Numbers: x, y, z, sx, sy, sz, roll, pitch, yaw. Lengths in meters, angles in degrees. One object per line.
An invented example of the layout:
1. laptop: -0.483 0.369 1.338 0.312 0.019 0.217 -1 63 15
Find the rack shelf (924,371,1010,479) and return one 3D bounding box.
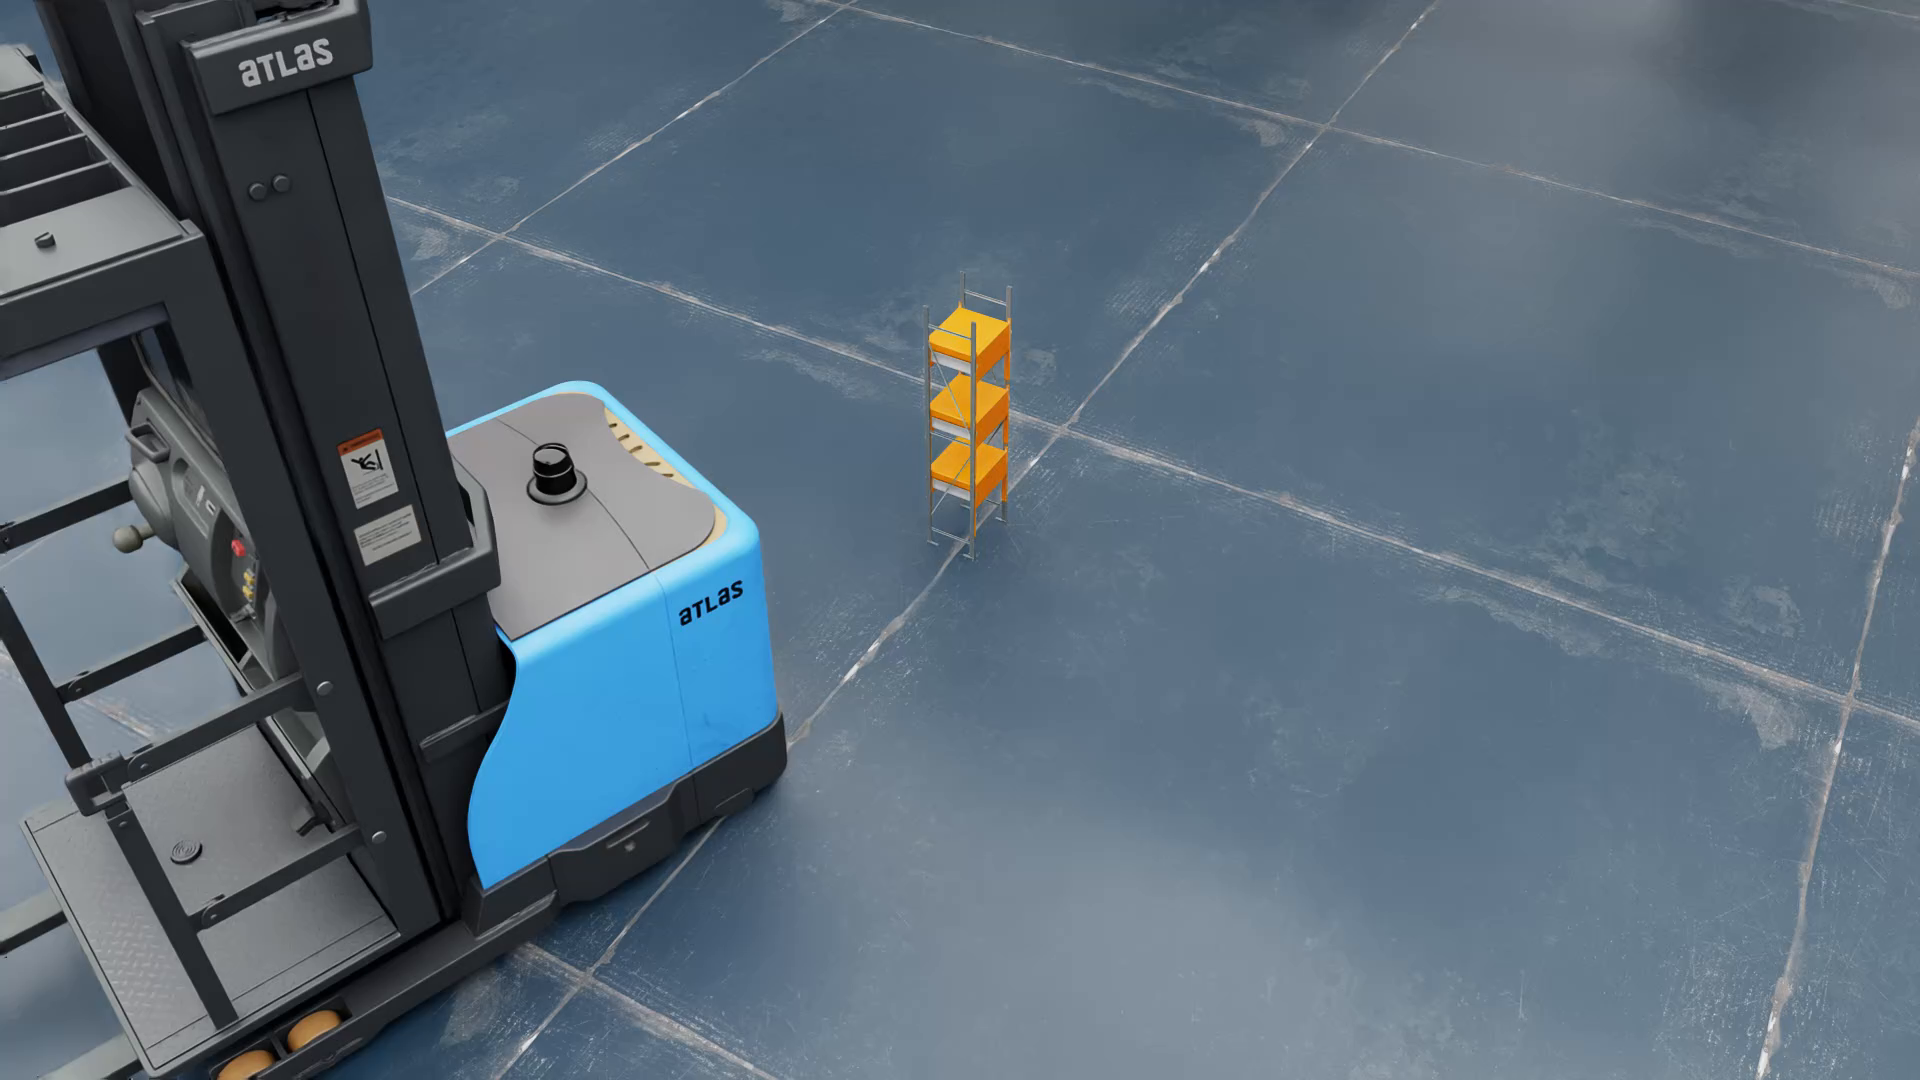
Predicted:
1. rack shelf: 0.027 -0.417 5.945 0.215 0.259 0.240 21 45 22

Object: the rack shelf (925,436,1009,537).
1. rack shelf: 0.027 -0.208 6.128 0.215 0.259 0.240 21 45 22

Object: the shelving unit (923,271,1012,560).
1. shelving unit: 0.027 -0.425 5.938 0.215 1.050 0.252 21 45 22

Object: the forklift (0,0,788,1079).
1. forklift: -2.010 0.047 3.979 3.031 2.935 1.130 -29 49 -29

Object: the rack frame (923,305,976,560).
1. rack frame: -0.034 -0.355 5.859 0.200 1.050 0.008 21 45 22

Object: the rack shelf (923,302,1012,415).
1. rack shelf: 0.027 -0.630 5.757 0.215 0.259 0.240 21 45 22

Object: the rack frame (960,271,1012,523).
1. rack frame: 0.088 -0.494 6.017 0.200 1.050 0.008 21 45 22
